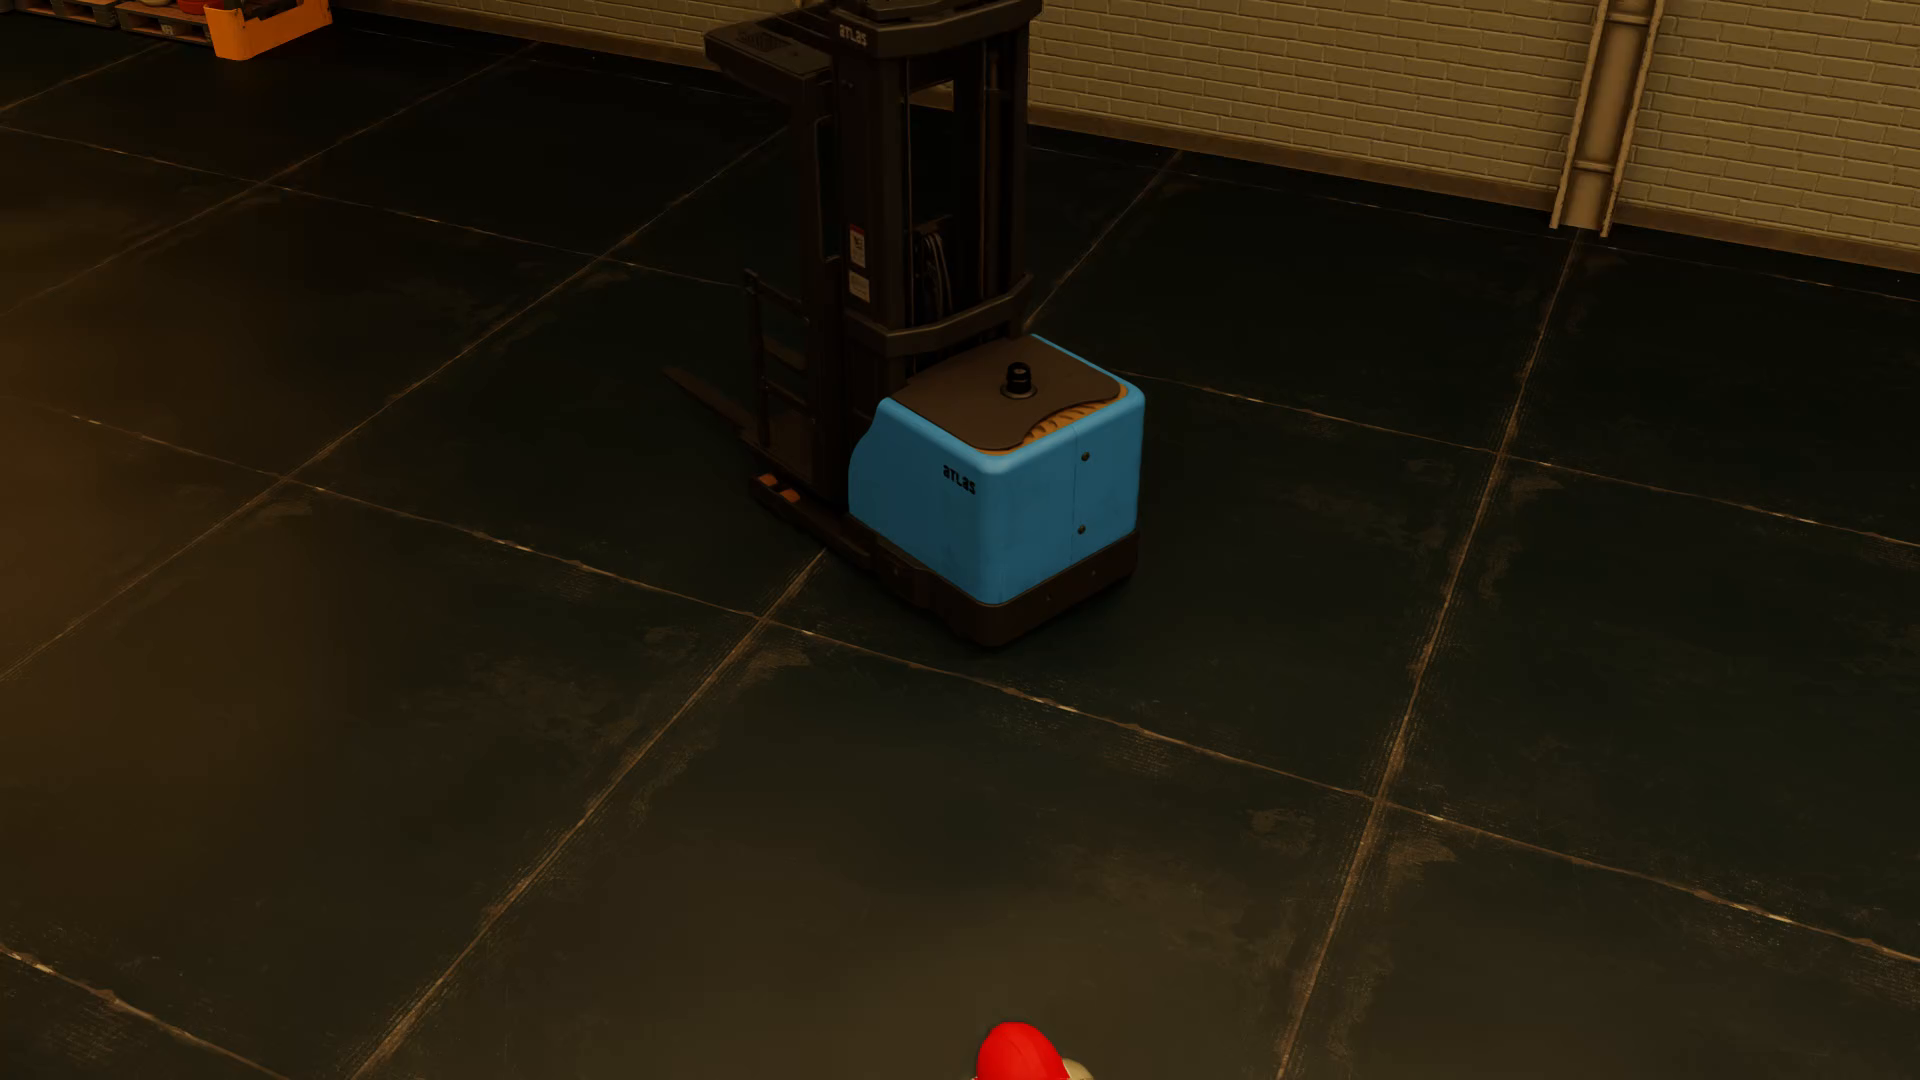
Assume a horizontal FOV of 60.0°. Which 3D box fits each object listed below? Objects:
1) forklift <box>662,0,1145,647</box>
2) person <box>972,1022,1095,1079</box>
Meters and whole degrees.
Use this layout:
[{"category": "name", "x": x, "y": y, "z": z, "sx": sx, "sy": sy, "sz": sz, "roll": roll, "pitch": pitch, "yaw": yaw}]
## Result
[{"category": "forklift", "x": -0.471, "y": -1.469, "z": 8.146, "sx": 1.130, "sy": 2.935, "sz": 3.031, "roll": -27, "pitch": 44, "yaw": -33}, {"category": "person", "x": 0.158, "y": 1.928, "z": 4.439, "sx": 0.647, "sy": 1.824, "sz": 0.506, "roll": -17, "pitch": 39, "yaw": -22}]
